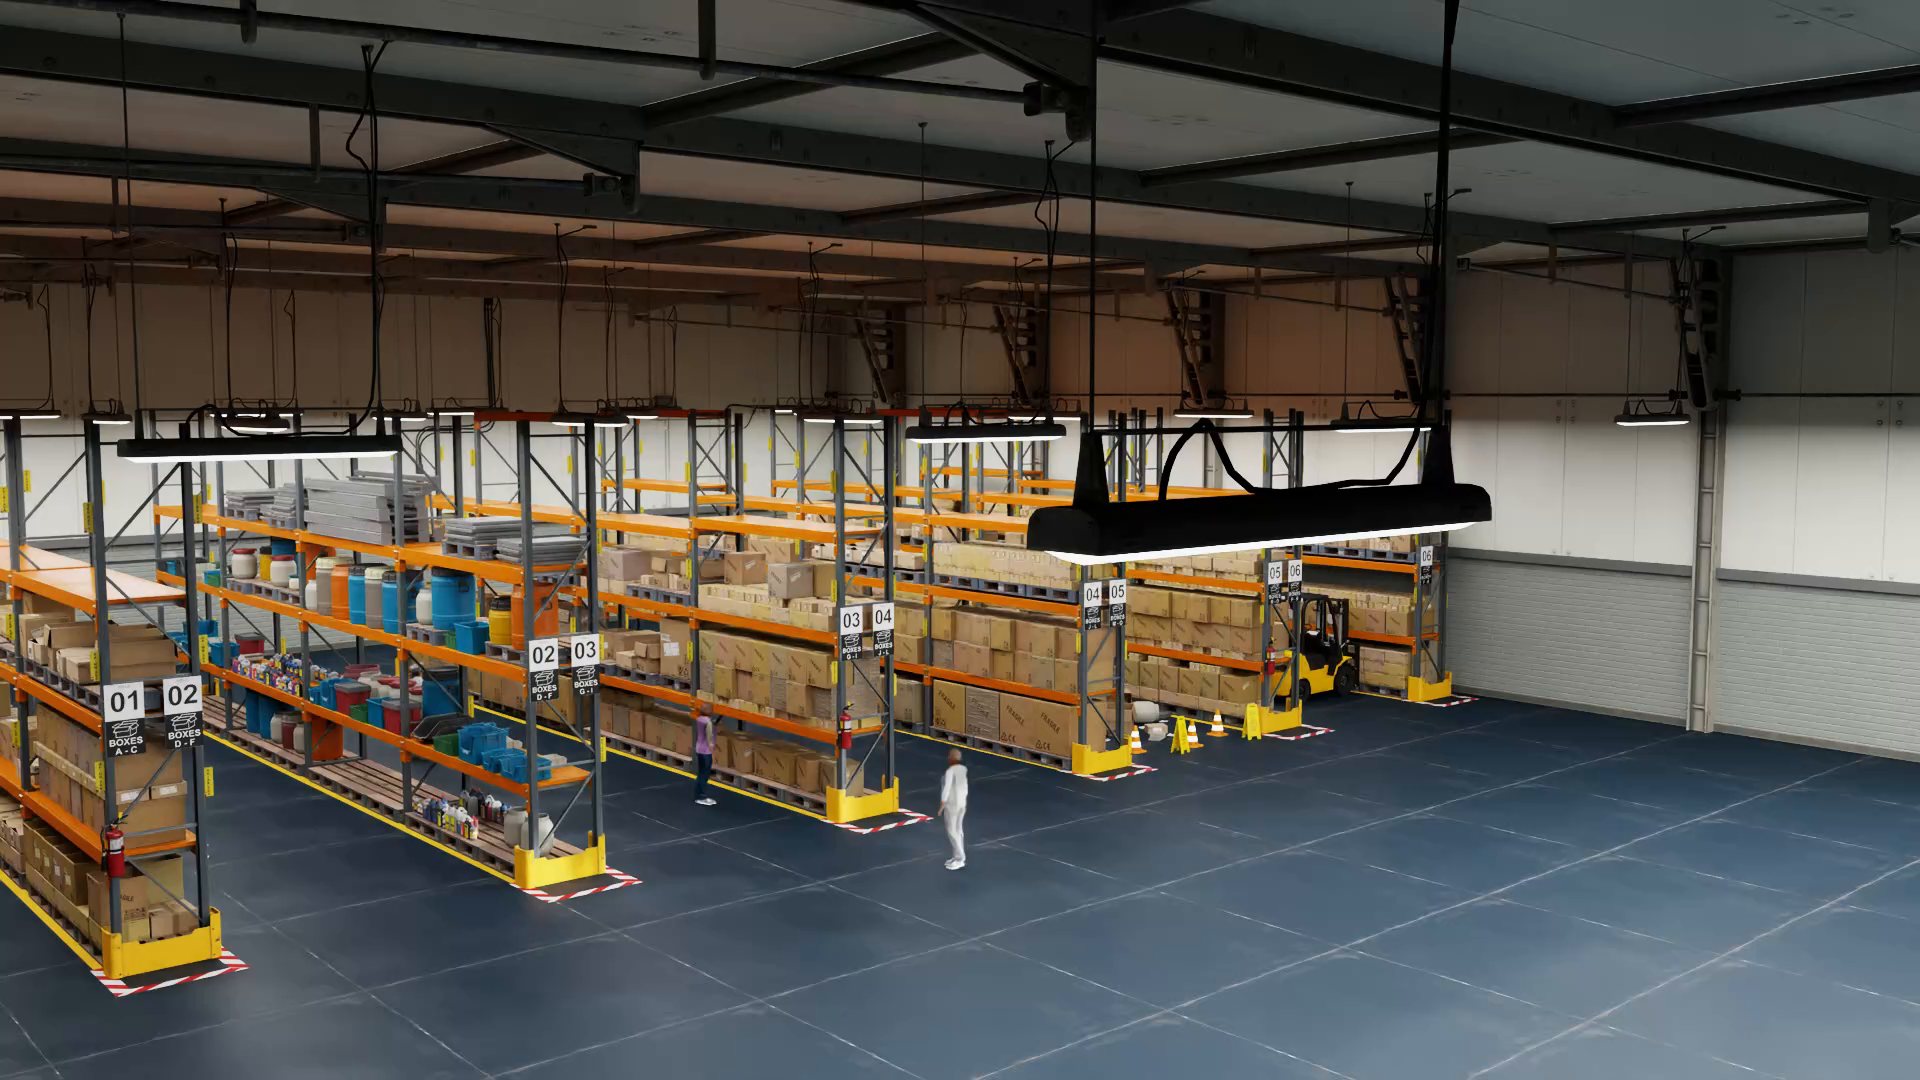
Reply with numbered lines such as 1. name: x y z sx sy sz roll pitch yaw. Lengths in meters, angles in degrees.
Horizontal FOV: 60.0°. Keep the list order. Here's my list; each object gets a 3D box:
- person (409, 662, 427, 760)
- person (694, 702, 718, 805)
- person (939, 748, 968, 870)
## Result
1. person: -9.331 2.969 28.796 0.624 1.728 0.479 0 5 2
2. person: -3.920 3.285 25.619 0.352 1.604 0.465 -2 5 -23
3. person: -0.070 3.589 22.251 0.352 1.598 0.460 4 6 37
